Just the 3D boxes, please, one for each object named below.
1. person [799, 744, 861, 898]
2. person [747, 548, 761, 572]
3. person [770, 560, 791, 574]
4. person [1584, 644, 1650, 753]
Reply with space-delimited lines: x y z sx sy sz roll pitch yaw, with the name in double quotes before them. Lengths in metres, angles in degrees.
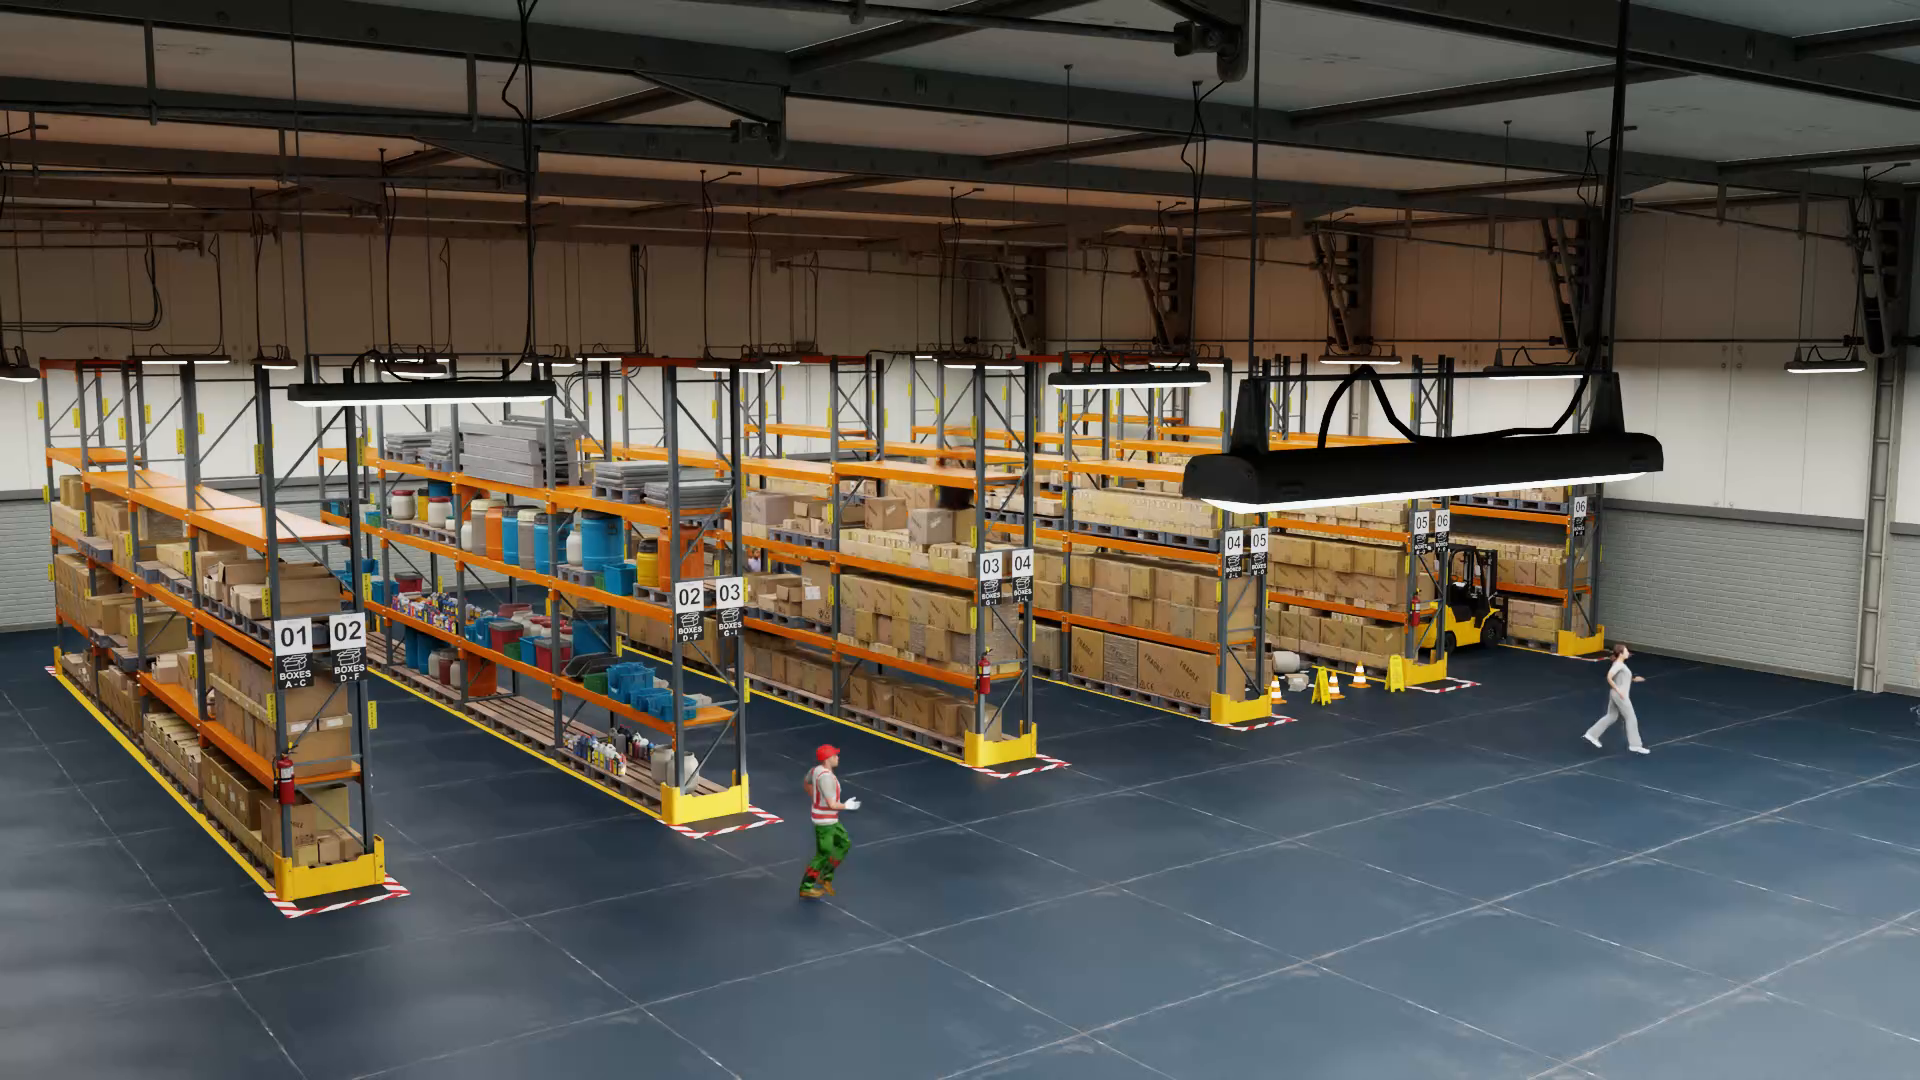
"person" -1.483 3.202 18.864 0.710 1.820 0.690 -1 7 -8
"person" -4.593 1.001 37.550 0.605 1.620 0.942 -5 9 -38
"person" -4.630 0.422 42.057 0.919 1.724 0.765 2 7 13
"person" 10.104 2.422 25.495 0.947 1.652 0.567 2 7 13
